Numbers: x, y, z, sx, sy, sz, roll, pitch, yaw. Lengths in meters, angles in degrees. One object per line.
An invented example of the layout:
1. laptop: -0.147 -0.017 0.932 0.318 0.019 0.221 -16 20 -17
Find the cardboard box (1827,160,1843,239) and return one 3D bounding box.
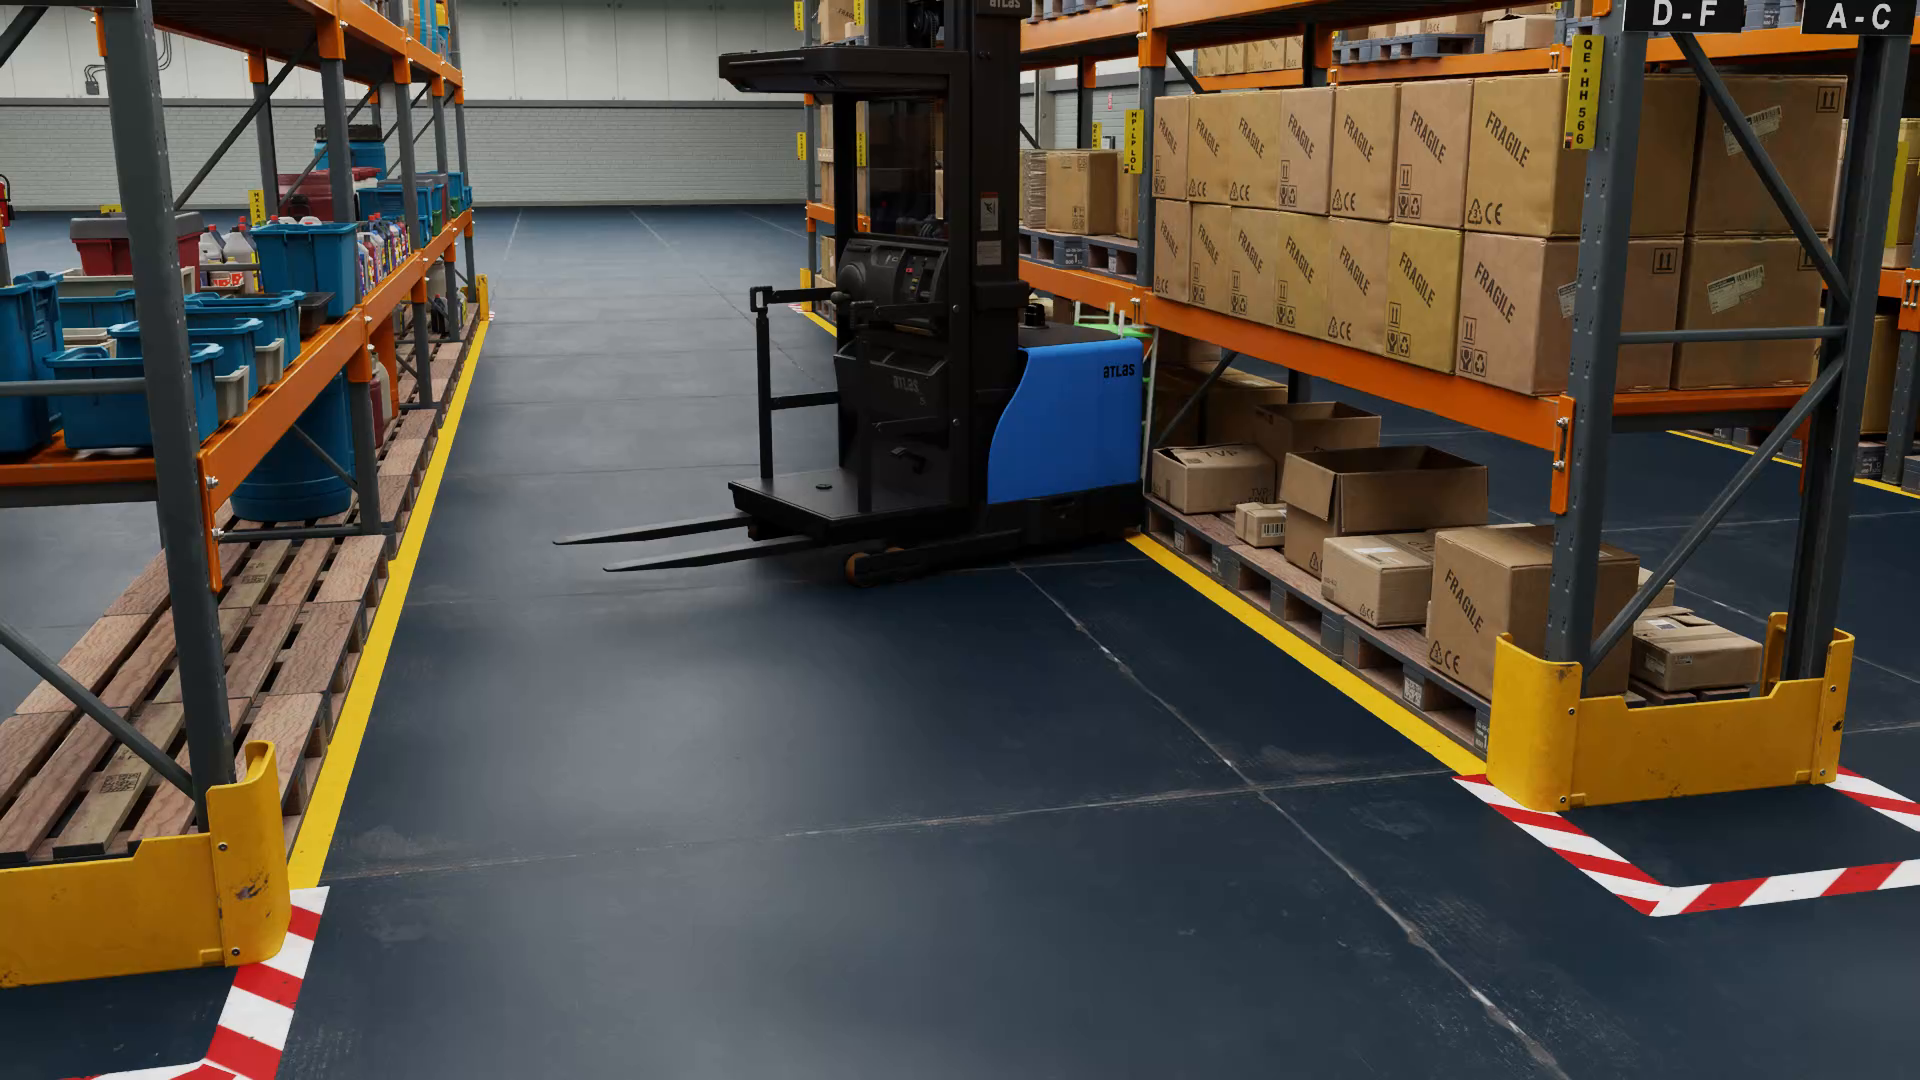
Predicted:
1. cardboard box: 5.780 -2.245 10.918 0.500 0.500 0.500 -3 14 -13

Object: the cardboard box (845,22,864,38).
1. cardboard box: -0.979 -5.272 17.214 0.380 0.149 0.250 -3 14 -13

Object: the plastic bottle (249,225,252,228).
1. plastic bottle: -4.292 -1.760 10.056 0.061 0.283 0.133 -3 14 -13

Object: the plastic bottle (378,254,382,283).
1. plastic bottle: -3.324 -1.554 9.387 0.097 0.201 0.097 0 14 0

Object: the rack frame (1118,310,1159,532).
1. rack frame: 0.917 -0.629 8.940 0.240 1.200 0.015 -2 14 -25

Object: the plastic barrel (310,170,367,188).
1. plastic barrel: -4.961 -2.690 13.332 0.433 0.535 0.433 0 14 0

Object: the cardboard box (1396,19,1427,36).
1. cardboard box: 4.579 -5.024 16.152 0.500 0.311 0.500 -3 14 -11

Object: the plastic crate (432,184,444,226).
1. plastic crate: -4.685 -2.881 14.434 0.392 0.384 0.575 -3 14 -13

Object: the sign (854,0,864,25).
1. sign: -0.969 -5.117 15.975 0.100 0.325 0.005 -3 14 -13

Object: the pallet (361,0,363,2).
1. pallet: -3.646 -2.822 8.233 1.213 0.211 1.003 -3 14 -13

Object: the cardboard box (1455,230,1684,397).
1. cardboard box: 2.018 -0.770 5.548 0.500 0.500 0.500 -3 14 -11

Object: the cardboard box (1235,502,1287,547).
1. cardboard box: 1.550 -0.085 8.000 0.380 0.166 0.250 -3 14 -13

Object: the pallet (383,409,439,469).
1. pallet: -4.081 -0.669 11.222 1.003 0.211 1.213 -3 14 -13

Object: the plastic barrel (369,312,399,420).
1. plastic barrel: -4.175 -1.241 11.376 0.600 0.830 0.708 -3 14 -13

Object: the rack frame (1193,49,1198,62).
1. rack frame: 3.444 -7.516 20.728 1.000 3.000 0.127 -3 14 -13

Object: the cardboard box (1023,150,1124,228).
1. cardboard box: 0.796 -2.371 11.215 0.700 0.500 0.500 -1 14 -3

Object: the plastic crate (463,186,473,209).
1. plastic crate: -5.777 -3.878 18.794 0.499 0.251 0.616 -3 14 -13

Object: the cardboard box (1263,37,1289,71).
1. cardboard box: 3.752 -5.540 18.709 0.500 0.500 0.500 -4 14 -15

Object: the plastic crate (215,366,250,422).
1. plastic crate: -2.161 -0.413 4.726 0.250 0.136 0.298 -3 14 -13

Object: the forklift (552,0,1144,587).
1. forklift: -0.518 -1.339 8.232 3.031 2.935 1.130 -9 17 -33

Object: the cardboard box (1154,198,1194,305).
1. cardboard box: 1.303 -1.472 8.420 0.500 0.500 0.500 -3 14 -12

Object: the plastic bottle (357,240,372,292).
1. plastic bottle: -3.192 -1.459 8.850 0.097 0.271 0.097 0 14 0

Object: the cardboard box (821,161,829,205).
1. cardboard box: -1.273 -4.264 19.851 0.700 0.500 0.500 -3 14 -13

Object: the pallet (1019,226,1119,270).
1. pallet: 0.970 -1.937 10.940 1.003 0.211 1.213 -3 14 -13

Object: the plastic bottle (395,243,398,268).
1. plastic bottle: -3.573 -1.799 10.391 0.097 0.201 0.097 0 14 0

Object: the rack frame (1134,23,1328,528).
1. rack frame: 1.449 -1.556 8.976 1.000 3.000 0.127 -3 14 -13

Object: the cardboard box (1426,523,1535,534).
1. cardboard box: 2.301 0.117 6.995 0.500 0.250 0.500 -3 14 -13

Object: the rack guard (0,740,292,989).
1. rack guard: -2.410 0.861 4.349 1.175 0.500 0.348 -3 14 -13

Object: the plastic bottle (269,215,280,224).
1. plastic bottle: -4.044 -1.744 9.850 0.144 0.351 0.185 -3 14 -13

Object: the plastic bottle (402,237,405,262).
1. plastic bottle: -3.711 -1.934 10.942 0.097 0.201 0.097 0 14 0

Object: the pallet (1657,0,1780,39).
1. pallet: 5.792 -3.718 11.902 1.003 0.211 1.213 -3 14 -11

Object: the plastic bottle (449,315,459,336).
1. plastic bottle: -4.895 -2.113 16.076 0.097 0.271 0.097 0 14 0

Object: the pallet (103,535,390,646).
1. pallet: -3.157 0.241 7.495 1.003 0.211 1.213 -3 14 -13

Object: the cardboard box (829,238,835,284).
1. cardboard box: -1.211 -3.191 18.996 0.500 0.500 0.500 -3 14 -13

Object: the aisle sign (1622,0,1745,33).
1. aisle sign: 2.106 -1.863 4.756 0.394 0.787 0.004 -3 14 -13

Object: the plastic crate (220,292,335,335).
1. plastic crate: -2.843 -0.933 6.879 0.437 0.125 0.590 -3 14 -13

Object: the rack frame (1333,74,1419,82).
1. rack frame: 4.384 -3.679 17.663 1.000 3.000 0.127 -3 14 -13

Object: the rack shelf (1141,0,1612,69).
1. rack shelf: 1.918 -2.202 6.817 1.077 0.370 4.000 -3 14 -13

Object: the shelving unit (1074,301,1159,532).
1. shelving unit: 0.816 -0.684 9.155 0.258 1.200 0.503 -2 14 -25

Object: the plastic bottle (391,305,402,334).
1. plastic bottle: -5.537 -2.194 16.241 0.144 0.351 0.185 -3 14 -13

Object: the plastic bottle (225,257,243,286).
1. plastic bottle: -3.743 -1.353 8.562 0.097 0.201 0.097 0 14 0

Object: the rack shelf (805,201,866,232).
1. rack shelf: -0.900 -3.513 18.504 1.077 0.370 4.000 -3 14 -13

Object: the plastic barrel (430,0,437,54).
1. plastic barrel: -4.916 -4.722 14.557 0.600 0.901 0.708 -3 14 -13

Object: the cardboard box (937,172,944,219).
1. cardboard box: 0.099 -2.914 14.322 0.500 0.500 0.500 -4 14 -16

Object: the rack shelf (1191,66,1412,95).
1. rack shelf: 3.914 -5.248 19.281 1.077 0.370 4.000 -3 14 -13

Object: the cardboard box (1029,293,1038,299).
1. cardboard box: 0.422 -1.995 14.500 0.500 0.311 0.500 -4 14 -15

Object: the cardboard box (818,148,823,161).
1. cardboard box: -1.487 -4.585 19.798 0.380 0.149 0.250 -3 14 -14

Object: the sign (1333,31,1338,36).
1. sign: 3.858 -5.355 17.115 0.100 0.325 0.005 -3 14 -13

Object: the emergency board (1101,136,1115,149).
1. emergency board: 2.497 -6.444 28.985 0.194 1.169 0.643 -3 14 -13

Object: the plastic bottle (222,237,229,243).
1. plastic bottle: -3.978 -1.494 8.983 0.152 0.276 0.135 -3 14 -13

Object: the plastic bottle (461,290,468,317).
1. plastic bottle: -5.283 -2.518 17.710 0.061 0.283 0.133 -3 14 -12

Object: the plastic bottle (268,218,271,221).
1. plastic bottle: -4.486 -1.951 10.837 0.061 0.283 0.133 -3 14 -13

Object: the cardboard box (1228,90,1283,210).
1. cardboard box: 1.528 -1.728 7.363 0.500 0.500 0.500 -4 14 -15

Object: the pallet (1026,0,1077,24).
1. pallet: 1.117 -3.315 10.252 1.213 0.211 1.003 -3 14 -13

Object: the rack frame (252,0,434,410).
1. rack frame: -4.307 -2.204 11.626 1.000 3.000 0.127 -3 14 -13

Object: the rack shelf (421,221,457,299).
1. rack shelf: -4.776 -2.315 13.600 1.077 0.370 4.000 -3 14 -13

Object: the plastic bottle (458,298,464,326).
1. plastic bottle: -5.075 -2.314 16.874 0.061 0.283 0.133 -3 14 -11
